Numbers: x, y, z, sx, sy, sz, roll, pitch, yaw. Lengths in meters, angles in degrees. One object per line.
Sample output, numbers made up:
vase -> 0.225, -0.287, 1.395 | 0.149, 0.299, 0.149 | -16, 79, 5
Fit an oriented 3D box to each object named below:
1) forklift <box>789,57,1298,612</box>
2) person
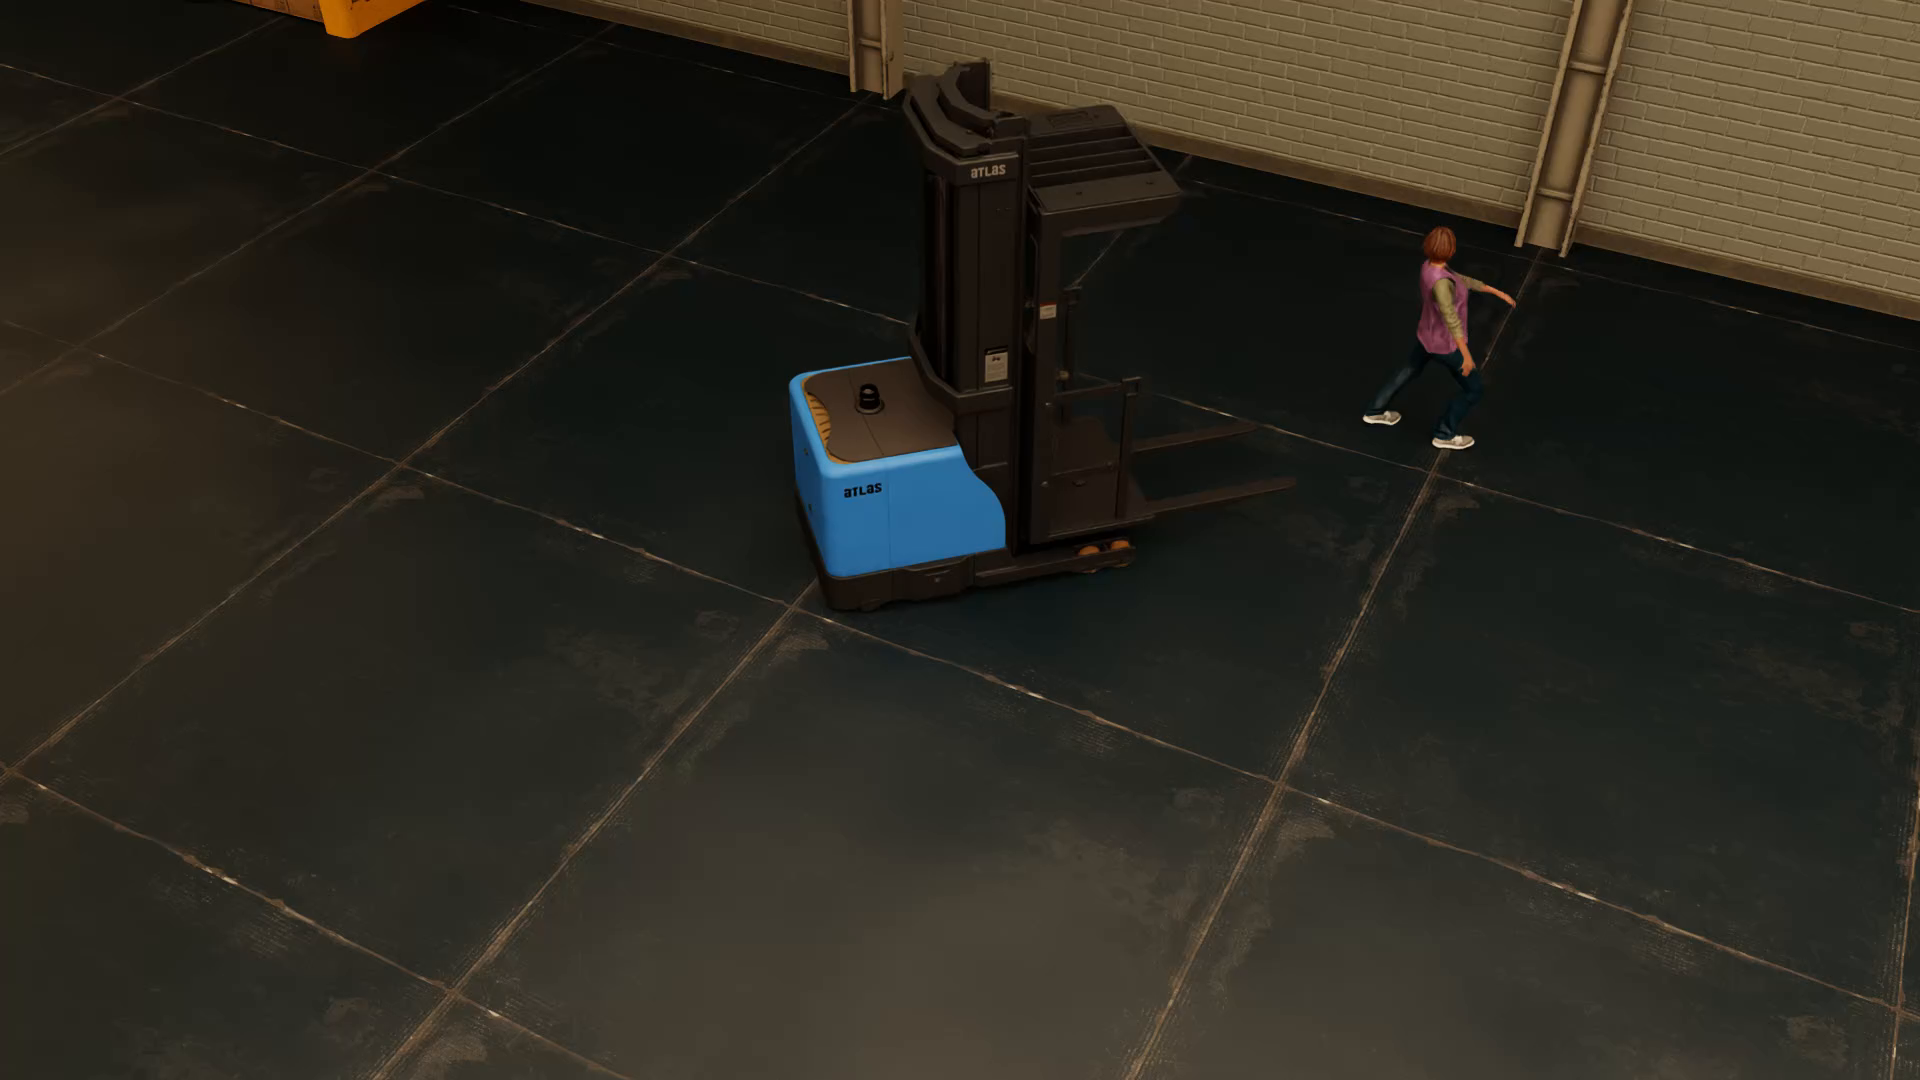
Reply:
forklift -> 0.558, -1.238, 9.456 | 3.031, 2.935, 1.130 | -11, 41, -12
person -> 3.133, -1.259, 10.601 | 0.792, 1.495, 0.623 | -9, 41, -11
